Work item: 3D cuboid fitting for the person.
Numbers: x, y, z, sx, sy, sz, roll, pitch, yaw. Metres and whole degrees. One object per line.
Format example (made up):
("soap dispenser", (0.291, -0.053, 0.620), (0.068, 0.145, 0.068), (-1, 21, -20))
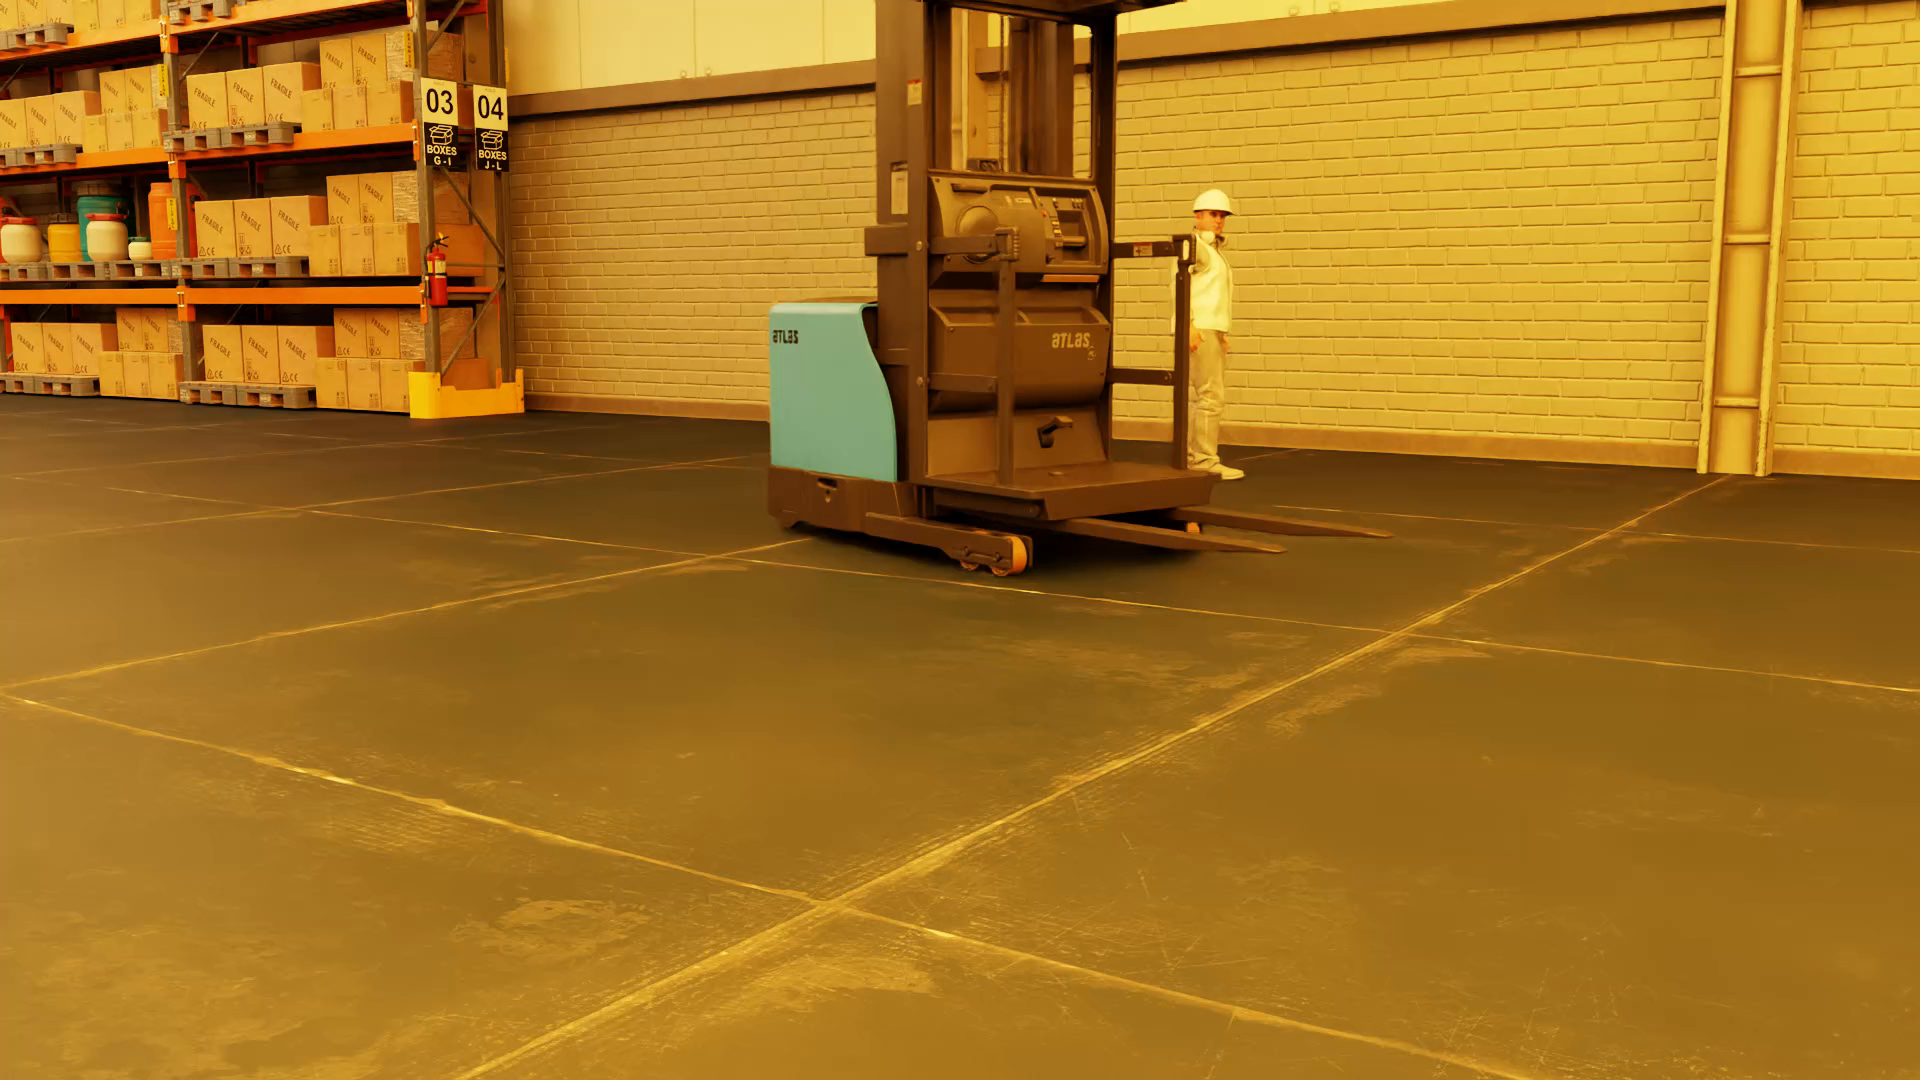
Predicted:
("person", (1.559, -1.269, 10.265), (0.481, 1.765, 0.713), (3, 9, 19))

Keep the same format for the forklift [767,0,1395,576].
("forklift", (0.399, -1.385, 6.932), (1.130, 2.935, 3.031), (-7, 10, -39))
